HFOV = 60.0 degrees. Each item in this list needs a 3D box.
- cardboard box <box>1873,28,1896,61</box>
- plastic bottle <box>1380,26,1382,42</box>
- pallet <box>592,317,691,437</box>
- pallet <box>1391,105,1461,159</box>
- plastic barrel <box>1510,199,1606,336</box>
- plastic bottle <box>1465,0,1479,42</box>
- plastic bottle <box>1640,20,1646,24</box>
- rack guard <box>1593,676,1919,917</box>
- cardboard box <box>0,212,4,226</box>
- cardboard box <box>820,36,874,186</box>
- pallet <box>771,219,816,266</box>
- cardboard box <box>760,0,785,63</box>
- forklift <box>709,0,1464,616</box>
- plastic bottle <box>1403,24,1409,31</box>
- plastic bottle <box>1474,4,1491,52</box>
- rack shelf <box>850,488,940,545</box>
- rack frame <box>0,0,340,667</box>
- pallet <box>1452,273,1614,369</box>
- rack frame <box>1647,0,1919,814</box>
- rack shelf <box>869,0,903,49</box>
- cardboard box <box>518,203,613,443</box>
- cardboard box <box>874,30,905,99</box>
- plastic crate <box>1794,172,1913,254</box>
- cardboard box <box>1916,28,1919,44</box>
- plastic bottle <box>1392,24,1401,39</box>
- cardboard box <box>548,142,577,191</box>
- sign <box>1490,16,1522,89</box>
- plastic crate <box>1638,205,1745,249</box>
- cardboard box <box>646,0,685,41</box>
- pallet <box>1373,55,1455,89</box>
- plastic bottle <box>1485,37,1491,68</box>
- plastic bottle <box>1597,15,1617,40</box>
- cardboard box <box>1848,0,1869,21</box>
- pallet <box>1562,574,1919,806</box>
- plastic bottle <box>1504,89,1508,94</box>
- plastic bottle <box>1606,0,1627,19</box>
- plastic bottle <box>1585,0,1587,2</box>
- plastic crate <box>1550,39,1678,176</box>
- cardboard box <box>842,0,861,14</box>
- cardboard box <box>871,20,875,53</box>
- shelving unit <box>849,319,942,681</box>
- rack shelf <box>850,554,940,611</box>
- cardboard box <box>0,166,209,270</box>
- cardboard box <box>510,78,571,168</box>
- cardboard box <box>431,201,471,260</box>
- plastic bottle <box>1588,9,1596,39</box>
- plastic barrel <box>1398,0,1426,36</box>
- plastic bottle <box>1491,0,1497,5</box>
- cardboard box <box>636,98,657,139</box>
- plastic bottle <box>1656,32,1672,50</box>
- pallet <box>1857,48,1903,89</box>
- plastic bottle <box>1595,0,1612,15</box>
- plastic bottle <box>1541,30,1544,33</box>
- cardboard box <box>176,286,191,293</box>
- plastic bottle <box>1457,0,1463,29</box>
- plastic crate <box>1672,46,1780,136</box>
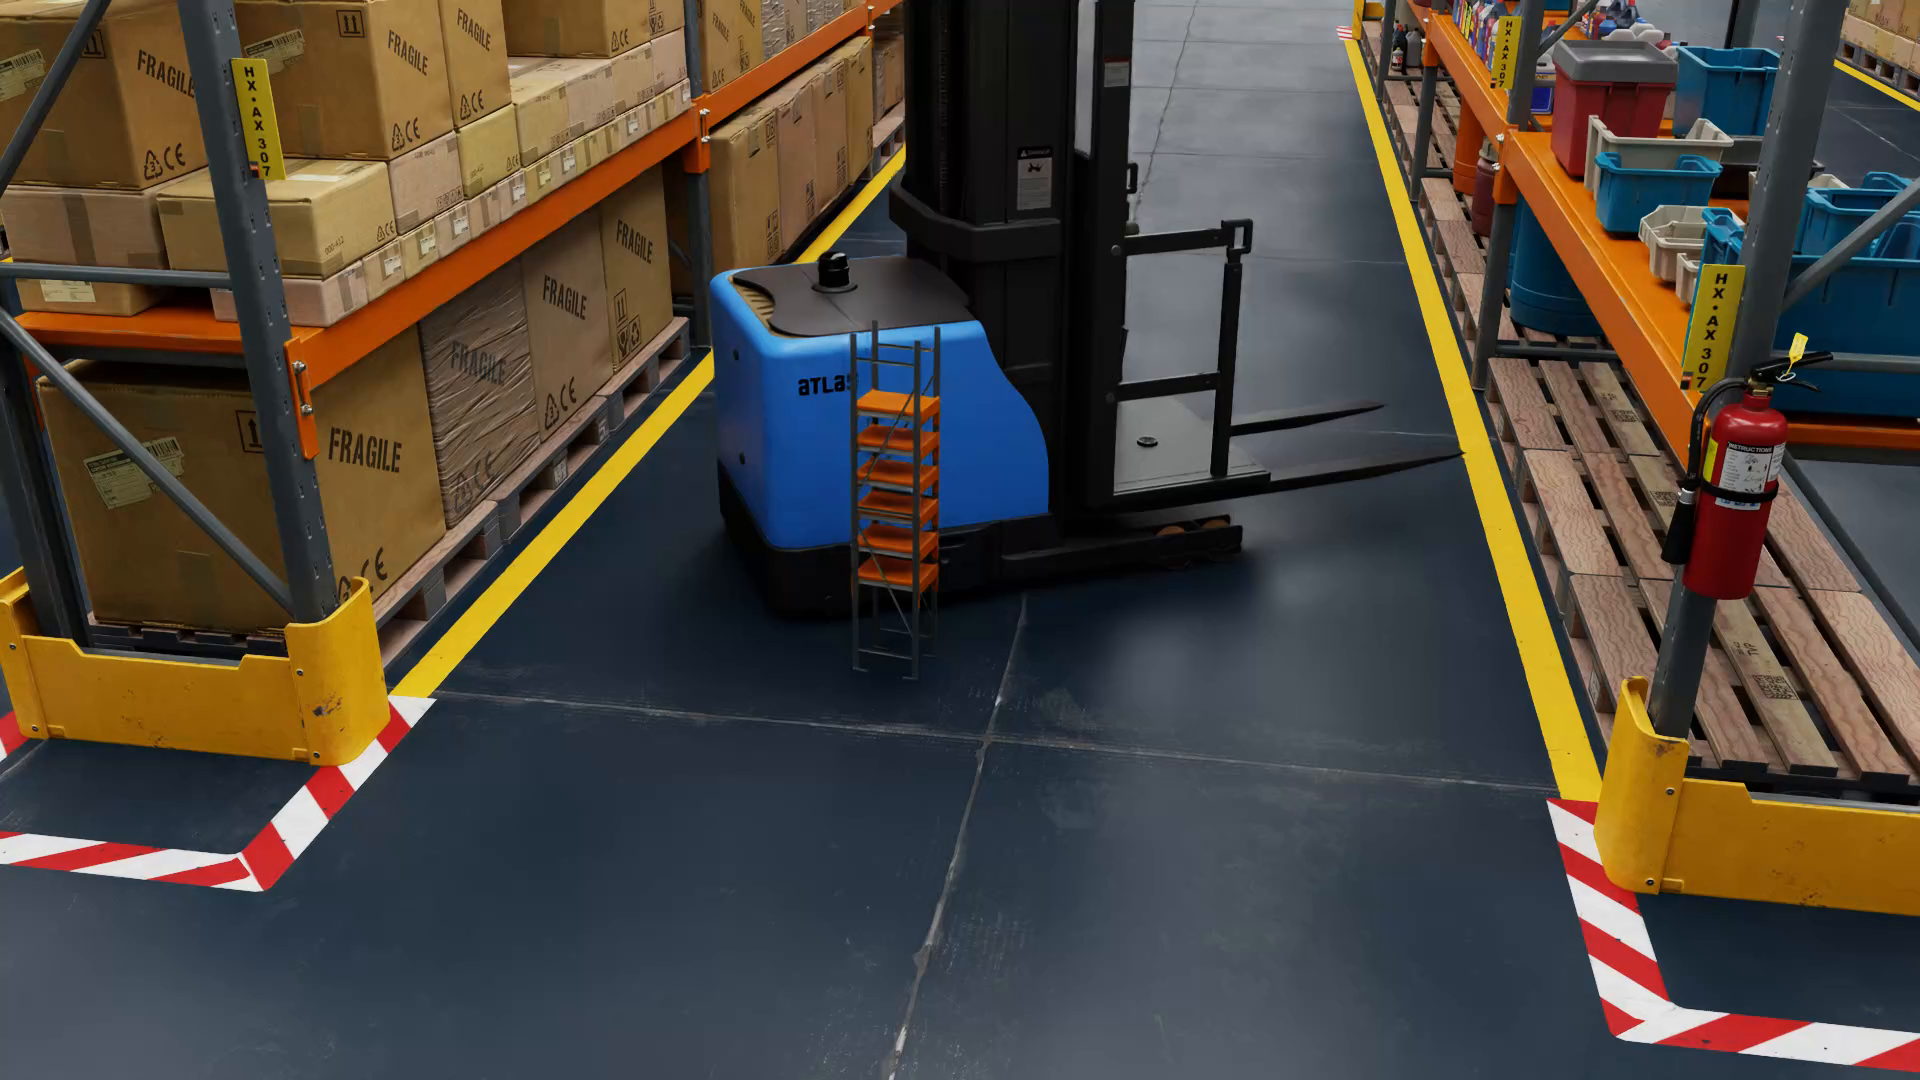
[{"bbox_3d":[9.366,-4.876,16.378,0.500,0.250,0.500,4,25,9],"label":"cardboard box"},{"bbox_3d":[4.413,-5.264,17.240,0.097,0.201,0.097,0,25,0],"label":"plastic bottle"},{"bbox_3d":[-2.015,-0.861,8.341,1.003,0.211,1.213,4,25,9],"label":"pallet"},{"bbox_3d":[4.093,-3.334,13.623,1.003,0.211,1.213,4,25,9],"label":"pallet"},{"bbox_3d":[3.179,-1.560,8.524,0.600,0.901,0.708,4,25,9],"label":"plastic barrel"},{"bbox_3d":[3.157,-3.212,10.212,0.061,0.283,0.133,4,25,9],"label":"plastic bottle"},{"bbox_3d":[3.760,-2.733,9.203,0.097,0.271,0.097,0,25,0],"label":"plastic bottle"},{"bbox_3d":[2.428,0.722,4.617,1.175,0.500,0.348,4,25,9],"label":"rack guard"},{"bbox_3d":[-6.308,-2.171,10.304,0.500,0.500,0.500,5,26,11],"label":"cardboard box"},{"bbox_3d":[-1.293,-3.050,11.739,1.225,0.875,0.875,3,25,6],"label":"cardboard box"},{"bbox_3d":[-1.565,-2.013,10.803,1.003,0.211,1.213,4,25,9],"label":"pallet"},{"bbox_3d":[-1.328,-3.077,9.667,0.500,0.500,0.500,3,25,7],"label":"cardboard box"},{"bbox_3d":[0.589,-1.415,6.315,3.031,2.935,1.130,-8,26,-17],"label":"forklift"},{"bbox_3d":[4.421,-4.974,16.523,0.061,0.283,0.133,4,25,9],"label":"plastic bottle"},{"bbox_3d":[3.102,-3.020,9.815,0.097,0.271,0.097,0,25,0],"label":"plastic bottle"},{"bbox_3d":[-0.218,-0.081,5.602,0.258,0.103,0.180,8,24,17],"label":"rack shelf"},{"bbox_3d":[-2.467,-0.764,4.843,1.000,3.000,0.127,4,25,9],"label":"rack frame"},{"bbox_3d":[3.240,-1.150,8.959,1.003,0.211,1.213,4,25,9],"label":"pallet"},{"bbox_3d":[2.419,-0.421,4.110,1.000,3.000,0.127,4,25,9],"label":"rack frame"},{"bbox_3d":[-0.833,-4.620,13.931,1.077,0.370,4.000,4,25,9],"label":"rack shelf"},{"bbox_3d":[-2.147,-1.018,7.397,0.875,0.875,0.875,4,25,9],"label":"cardboard box"},{"bbox_3d":[-0.815,-4.162,14.533,0.700,0.500,0.500,2,25,4],"label":"cardboard box"},{"bbox_3d":[3.049,-1.129,5.750,0.416,0.233,0.300,4,25,9],"label":"plastic crate"},{"bbox_3d":[9.220,-4.797,15.323,0.500,0.500,0.500,4,25,9],"label":"cardboard box"},{"bbox_3d":[4.233,-4.809,16.090,0.144,0.351,0.185,3,25,6],"label":"plastic bottle"},{"bbox_3d":[-1.792,-1.529,6.774,0.380,0.149,0.250,4,25,9],"label":"cardboard box"},{"bbox_3d":[2.530,-2.258,7.709,0.100,0.325,0.005,4,25,9],"label":"sign"},{"bbox_3d":[2.487,-1.045,5.685,0.298,0.136,0.250,4,25,9],"label":"plastic crate"},{"bbox_3d":[-1.625,-2.632,7.777,0.500,0.500,0.500,5,25,10],"label":"cardboard box"},{"bbox_3d":[4.531,-4.455,16.018,1.003,0.211,1.213,4,25,9],"label":"pallet"},{"bbox_3d":[3.012,-2.758,9.339,0.097,0.201,0.097,0,25,0],"label":"plastic bottle"},{"bbox_3d":[3.649,-2.825,9.398,0.097,0.271,0.097,0,25,0],"label":"plastic bottle"},{"bbox_3d":[9.533,-5.634,17.112,0.500,0.500,0.500,4,25,9],"label":"cardboard box"},{"bbox_3d":[2.592,0.500,5.433,1.003,0.211,1.213,4,25,9],"label":"pallet"},{"bbox_3d":[2.900,-2.478,8.565,0.144,0.351,0.185,4,25,9],"label":"plastic bottle"},{"bbox_3d":[3.827,-3.004,9.687,0.144,0.351,0.185,4,25,9],"label":"plastic bottle"},{"bbox_3d":[4.044,-3.418,10.652,0.061,0.283,0.133,4,25,9],"label":"plastic bottle"},{"bbox_3d":[2.680,-1.794,6.897,0.402,0.464,0.583,4,25,9],"label":"plastic crate"},{"bbox_3d":[-0.996,-3.931,11.493,0.500,0.500,0.500,5,26,10],"label":"cardboard box"},{"bbox_3d":[-1.003,-4.021,13.348,0.500,0.250,0.500,7,26,14],"label":"cardboard box"},{"bbox_3d":[-0.217,-0.122,5.585,0.258,1.200,0.189,8,24,17],"label":"shelving unit"},{"bbox_3d":[-0.222,0.141,5.694,0.258,0.103,0.180,8,24,17],"label":"rack shelf"},{"bbox_3d":[-2.650,-1.052,5.284,0.500,0.250,0.500,4,25,8],"label":"cardboard box"},{"bbox_3d":[-1.878,-1.659,6.582,0.500,0.250,0.500,4,25,7],"label":"cardboard box"},{"bbox_3d":[-1.960,-1.099,5.857,0.380,0.149,0.250,4,25,8],"label":"cardboard box"},{"bbox_3d":[3.959,-3.212,10.308,0.097,0.201,0.097,0,25,0],"label":"plastic bottle"},{"bbox_3d":[4.920,-5.686,17.798,0.421,0.512,0.421,0,25,0],"label":"plastic barrel"},{"bbox_3d":[3.387,-3.324,10.547,0.097,0.201,0.097,0,25,0],"label":"plastic bottle"},{"bbox_3d":[-1.624,-1.958,7.690,0.380,0.149,0.250,4,25,8],"label":"cardboard box"},{"bbox_3d":[3.699,-2.536,8.767,0.061,0.283,0.133,4,25,9],"label":"plastic bottle"},{"bbox_3d":[9.635,-4.673,16.485,1.003,0.211,1.213,4,25,9],"label":"pallet"},{"bbox_3d":[3.943,-3.203,10.207,0.097,0.271,0.097,0,25,0],"label":"plastic bottle"},{"bbox_3d":[3.087,-2.585,8.887,0.097,0.271,0.097,0,25,0],"label":"plastic bottle"},{"bbox_3d":[-2.693,-0.931,5.496,0.380,0.149,0.250,4,25,9],"label":"cardboard box"},{"bbox_3d":[3.238,-3.421,10.657,0.061,0.283,0.133,4,25,9],"label":"plastic bottle"},{"bbox_3d":[3.333,-1.895,7.207,0.392,0.384,0.575,4,25,9],"label":"plastic crate"}]
